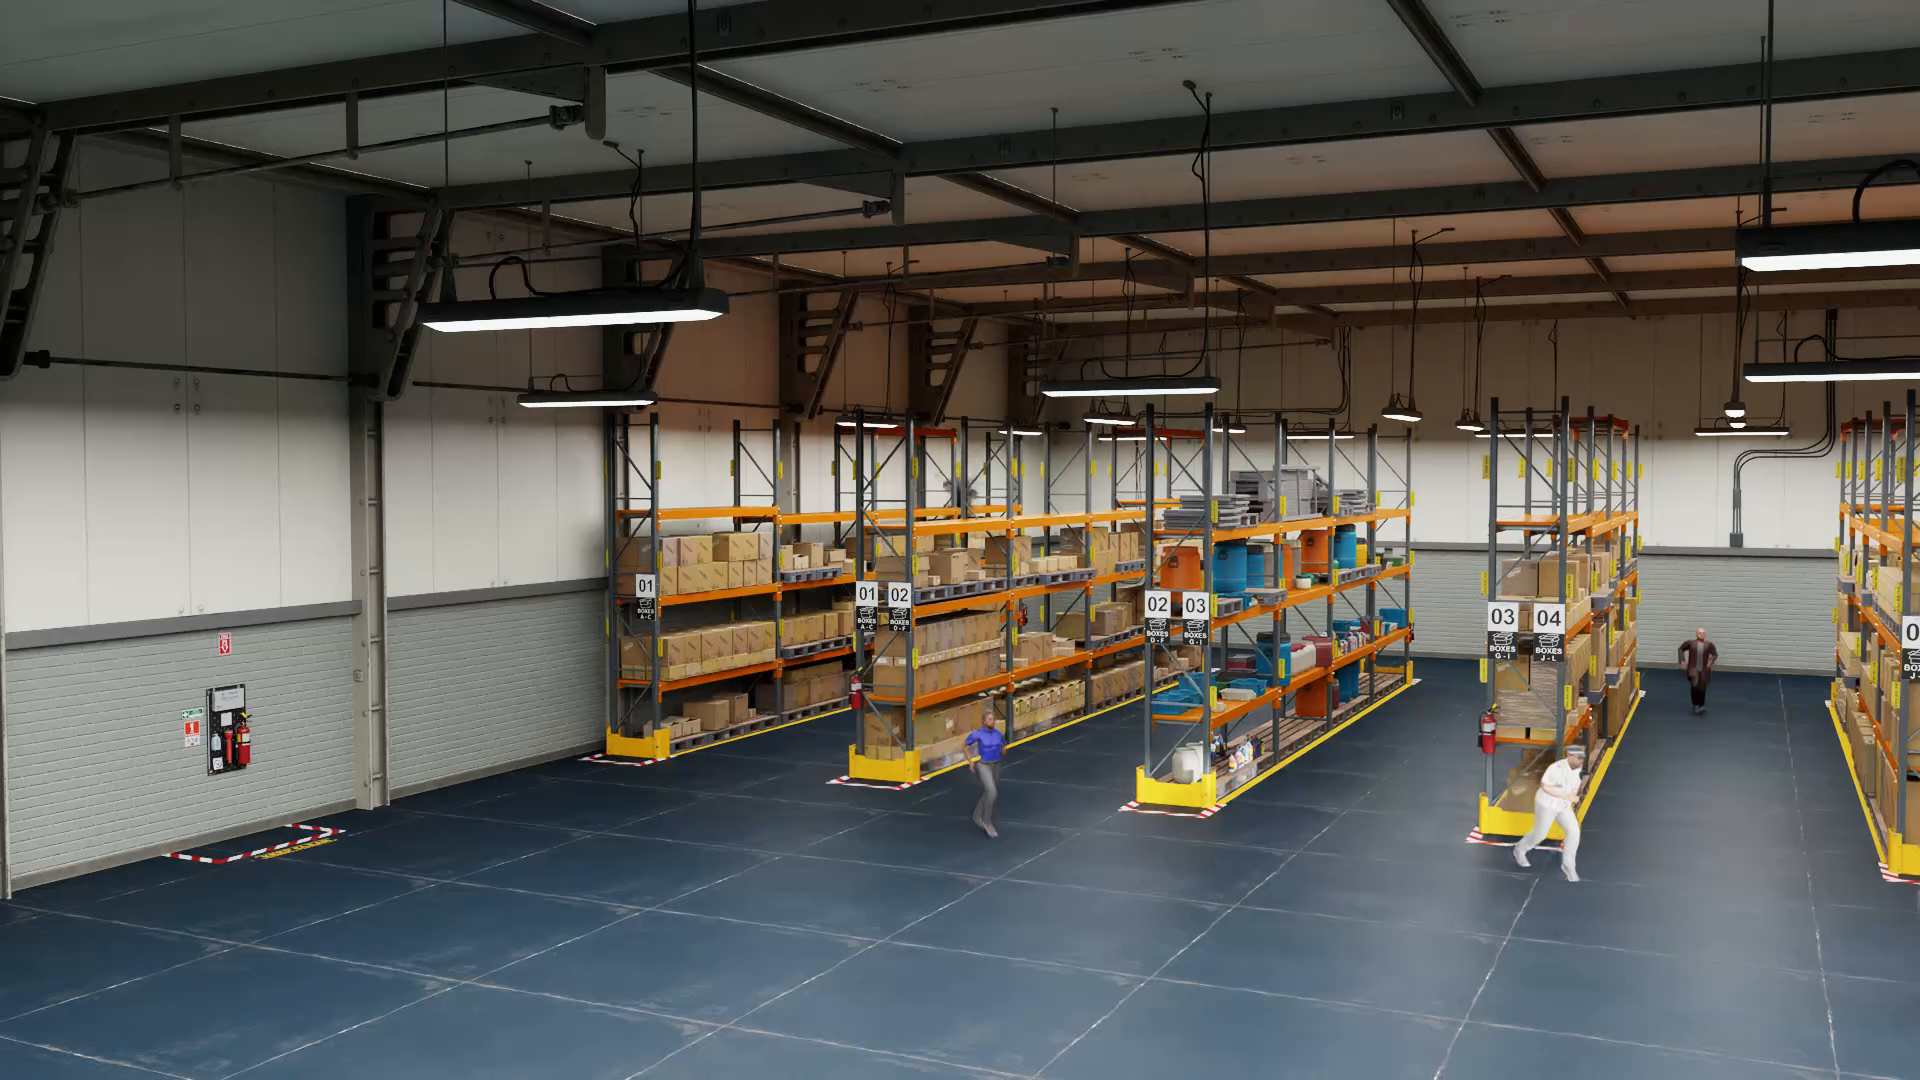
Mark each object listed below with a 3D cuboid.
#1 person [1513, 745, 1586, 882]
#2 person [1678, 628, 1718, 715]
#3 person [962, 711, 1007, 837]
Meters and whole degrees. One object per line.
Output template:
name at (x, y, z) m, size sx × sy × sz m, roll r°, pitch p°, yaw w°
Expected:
person at (7.299, 3.333, 20.573) m, size 0.706 × 1.719 × 1.014 m, roll -2°, pitch 3°, yaw -32°
person at (15.194, 2.700, 34.201) m, size 0.729 × 1.779 × 0.743 m, roll 1°, pitch 2°, yaw 16°
person at (0.382, 3.214, 22.921) m, size 0.544 × 1.717 × 0.756 m, roll -2°, pitch 3°, yaw -40°
